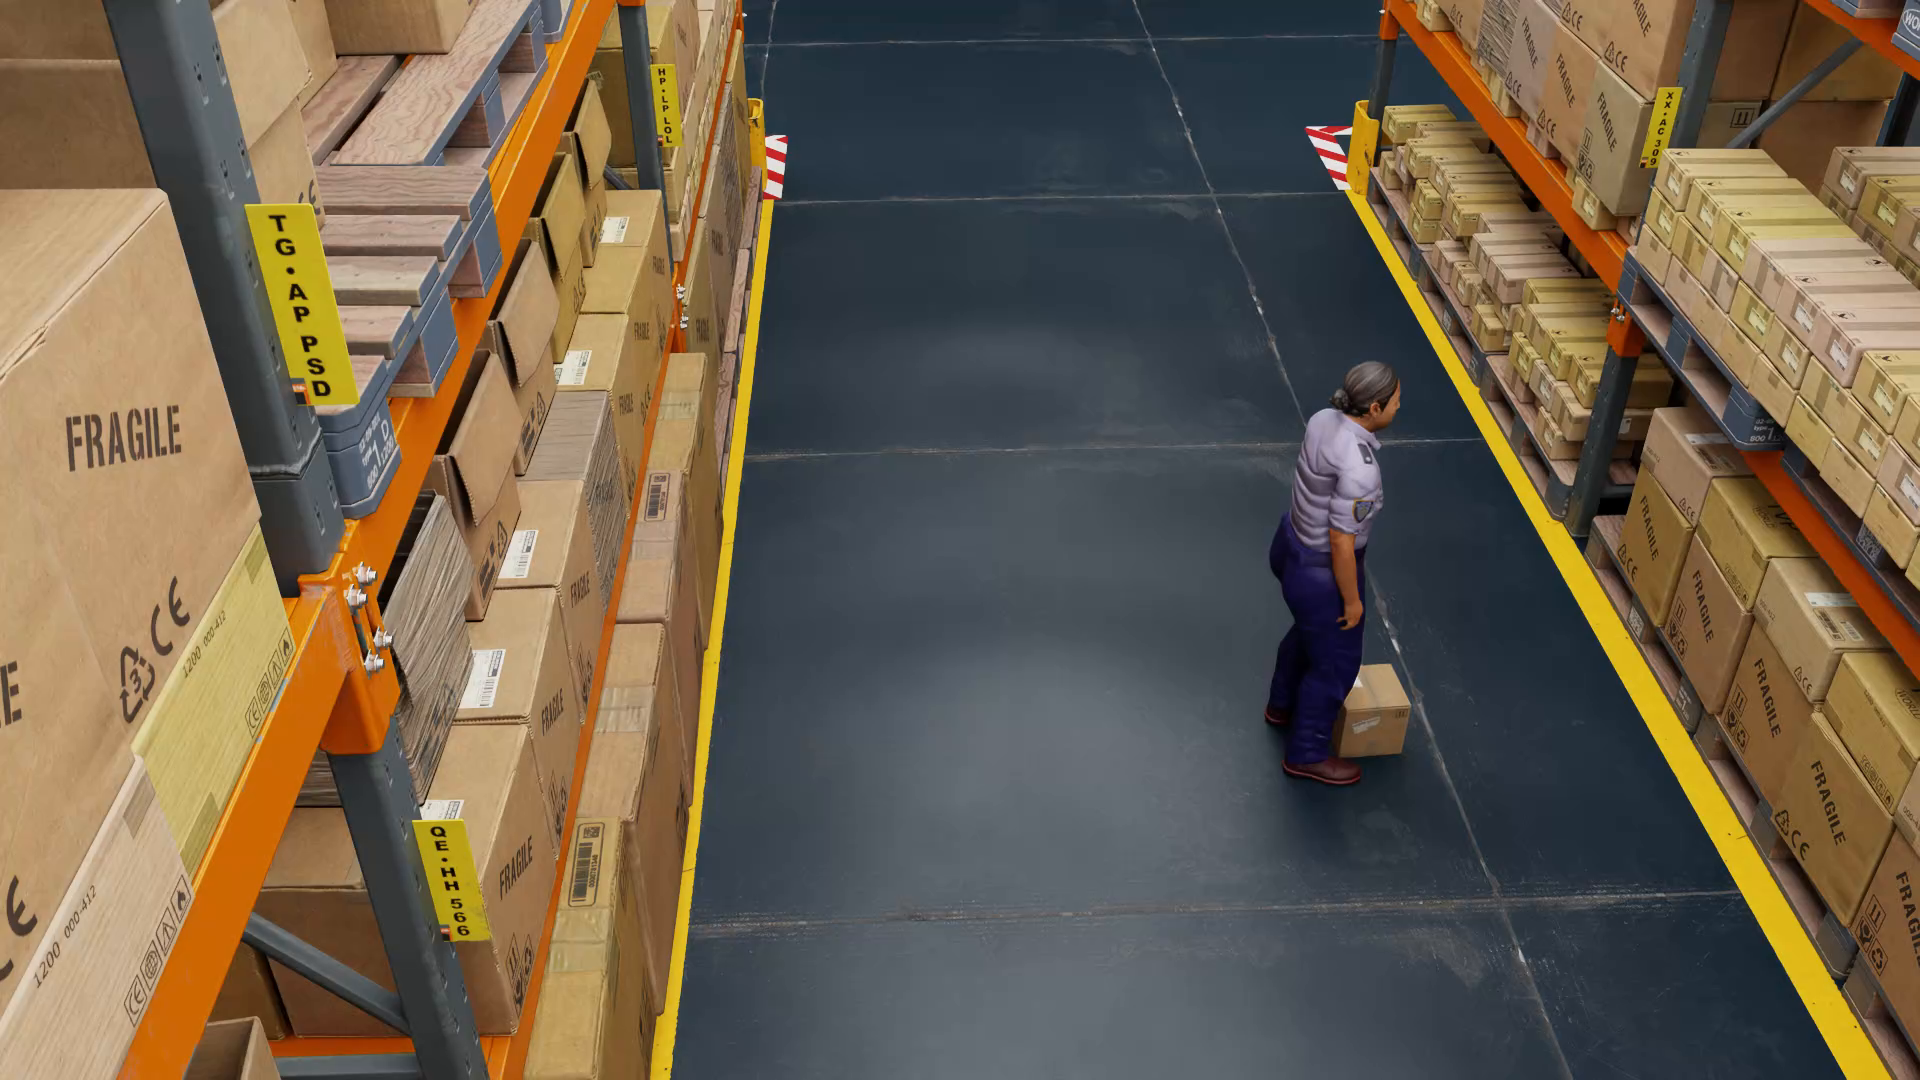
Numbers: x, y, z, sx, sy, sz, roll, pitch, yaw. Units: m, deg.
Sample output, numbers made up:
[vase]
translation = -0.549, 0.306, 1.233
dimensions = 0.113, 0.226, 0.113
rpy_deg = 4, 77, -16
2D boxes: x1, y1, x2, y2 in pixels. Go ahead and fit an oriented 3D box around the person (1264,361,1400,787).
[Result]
[person]
translation = 1.329, 0.111, 6.009
dimensions = 0.374, 1.636, 0.553
rpy_deg = -3, 36, -5
